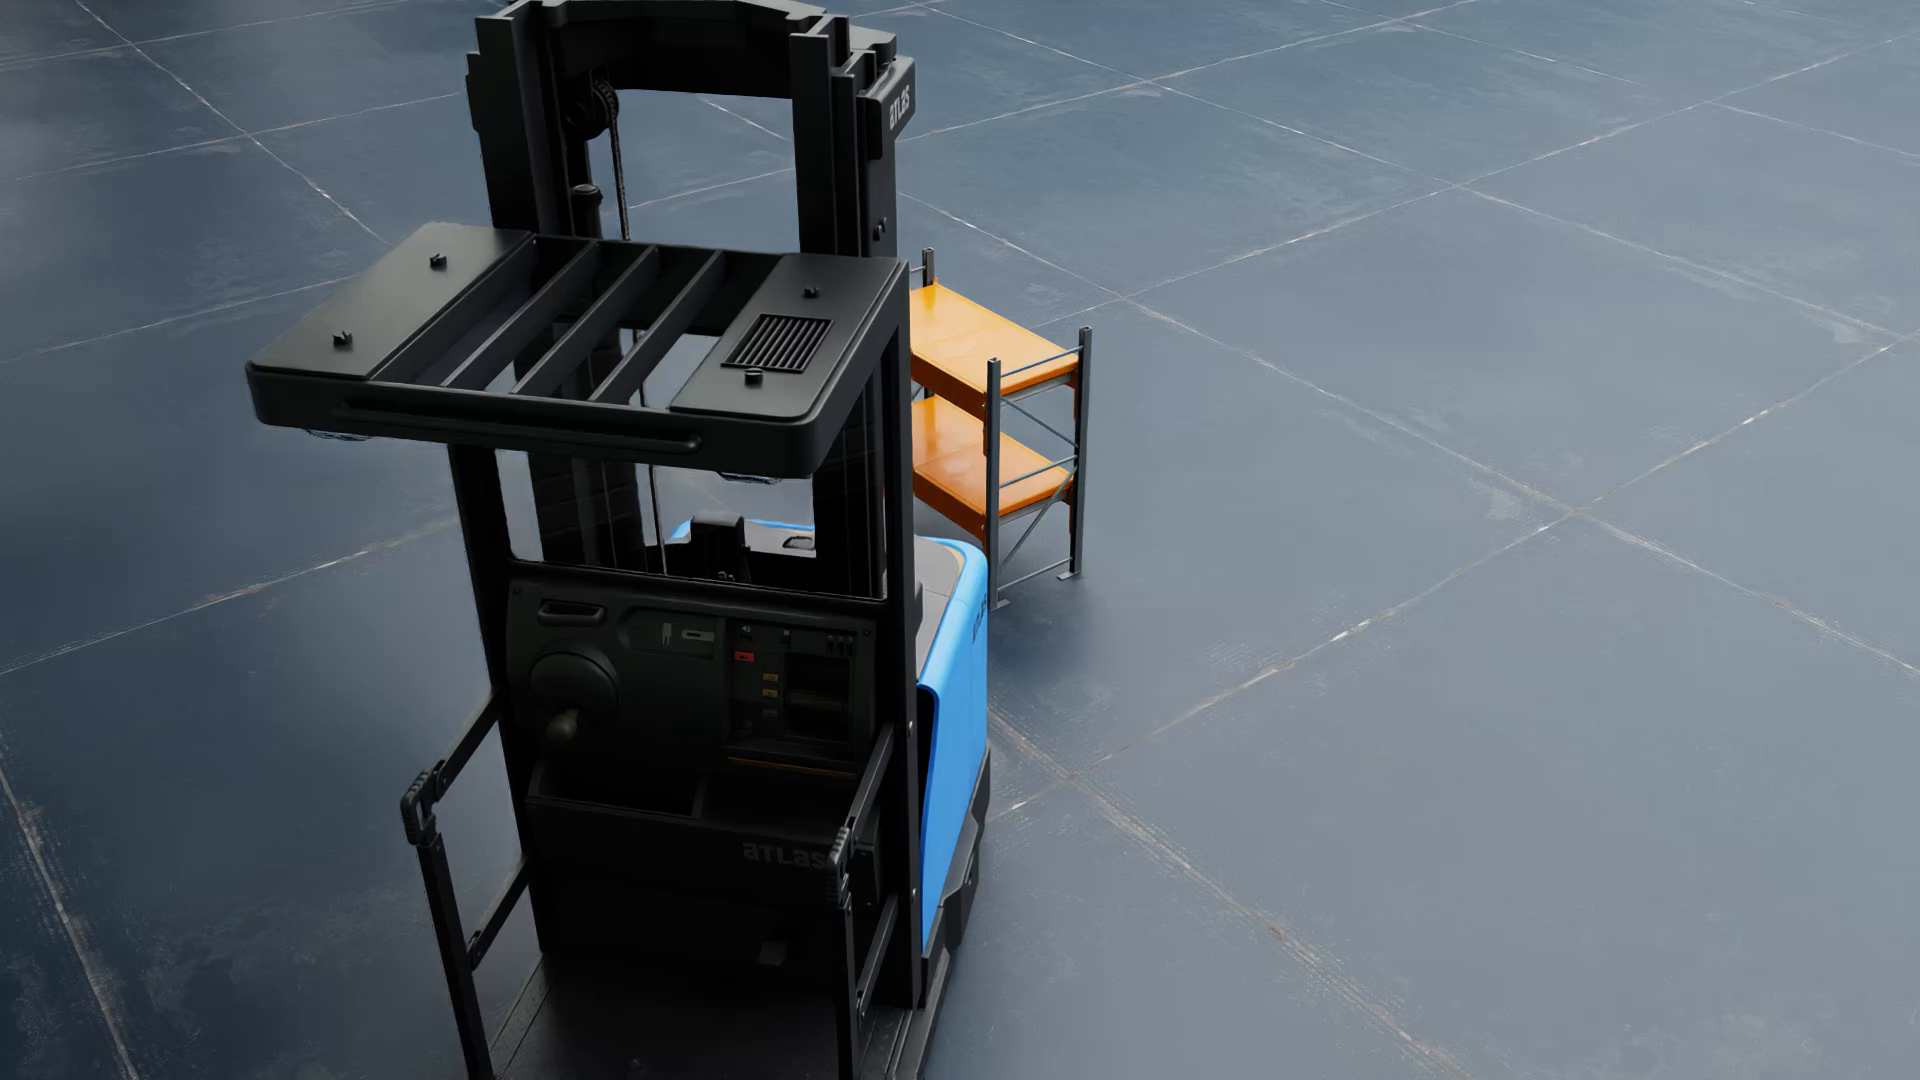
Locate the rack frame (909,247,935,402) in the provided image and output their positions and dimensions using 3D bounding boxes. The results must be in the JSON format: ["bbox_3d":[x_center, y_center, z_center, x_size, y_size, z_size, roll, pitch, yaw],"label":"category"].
[{"bbox_3d":[-0.316,-0.693,7.299,0.500,1.125,0.032,-22,38,-31],"label":"rack frame"}]

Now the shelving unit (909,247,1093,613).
[{"bbox_3d":[-0.004,-0.481,6.958,0.538,1.125,1.048,-22,38,-31],"label":"shelving unit"}]

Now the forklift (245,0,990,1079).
[{"bbox_3d":[-0.698,0.383,3.855,1.130,2.935,3.031,6,32,10],"label":"forklift"}]

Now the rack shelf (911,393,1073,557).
[{"bbox_3d":[-0.004,-0.273,7.087,0.538,0.278,1.000,-22,38,-31],"label":"rack shelf"}]

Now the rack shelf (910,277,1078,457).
[{"bbox_3d":[-0.004,-0.729,6.803,0.538,0.278,1.000,-22,38,-31],"label":"rack shelf"}]

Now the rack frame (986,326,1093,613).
[{"bbox_3d":[0.308,-0.269,6.617,0.500,1.125,0.032,-22,38,-31],"label":"rack frame"}]
